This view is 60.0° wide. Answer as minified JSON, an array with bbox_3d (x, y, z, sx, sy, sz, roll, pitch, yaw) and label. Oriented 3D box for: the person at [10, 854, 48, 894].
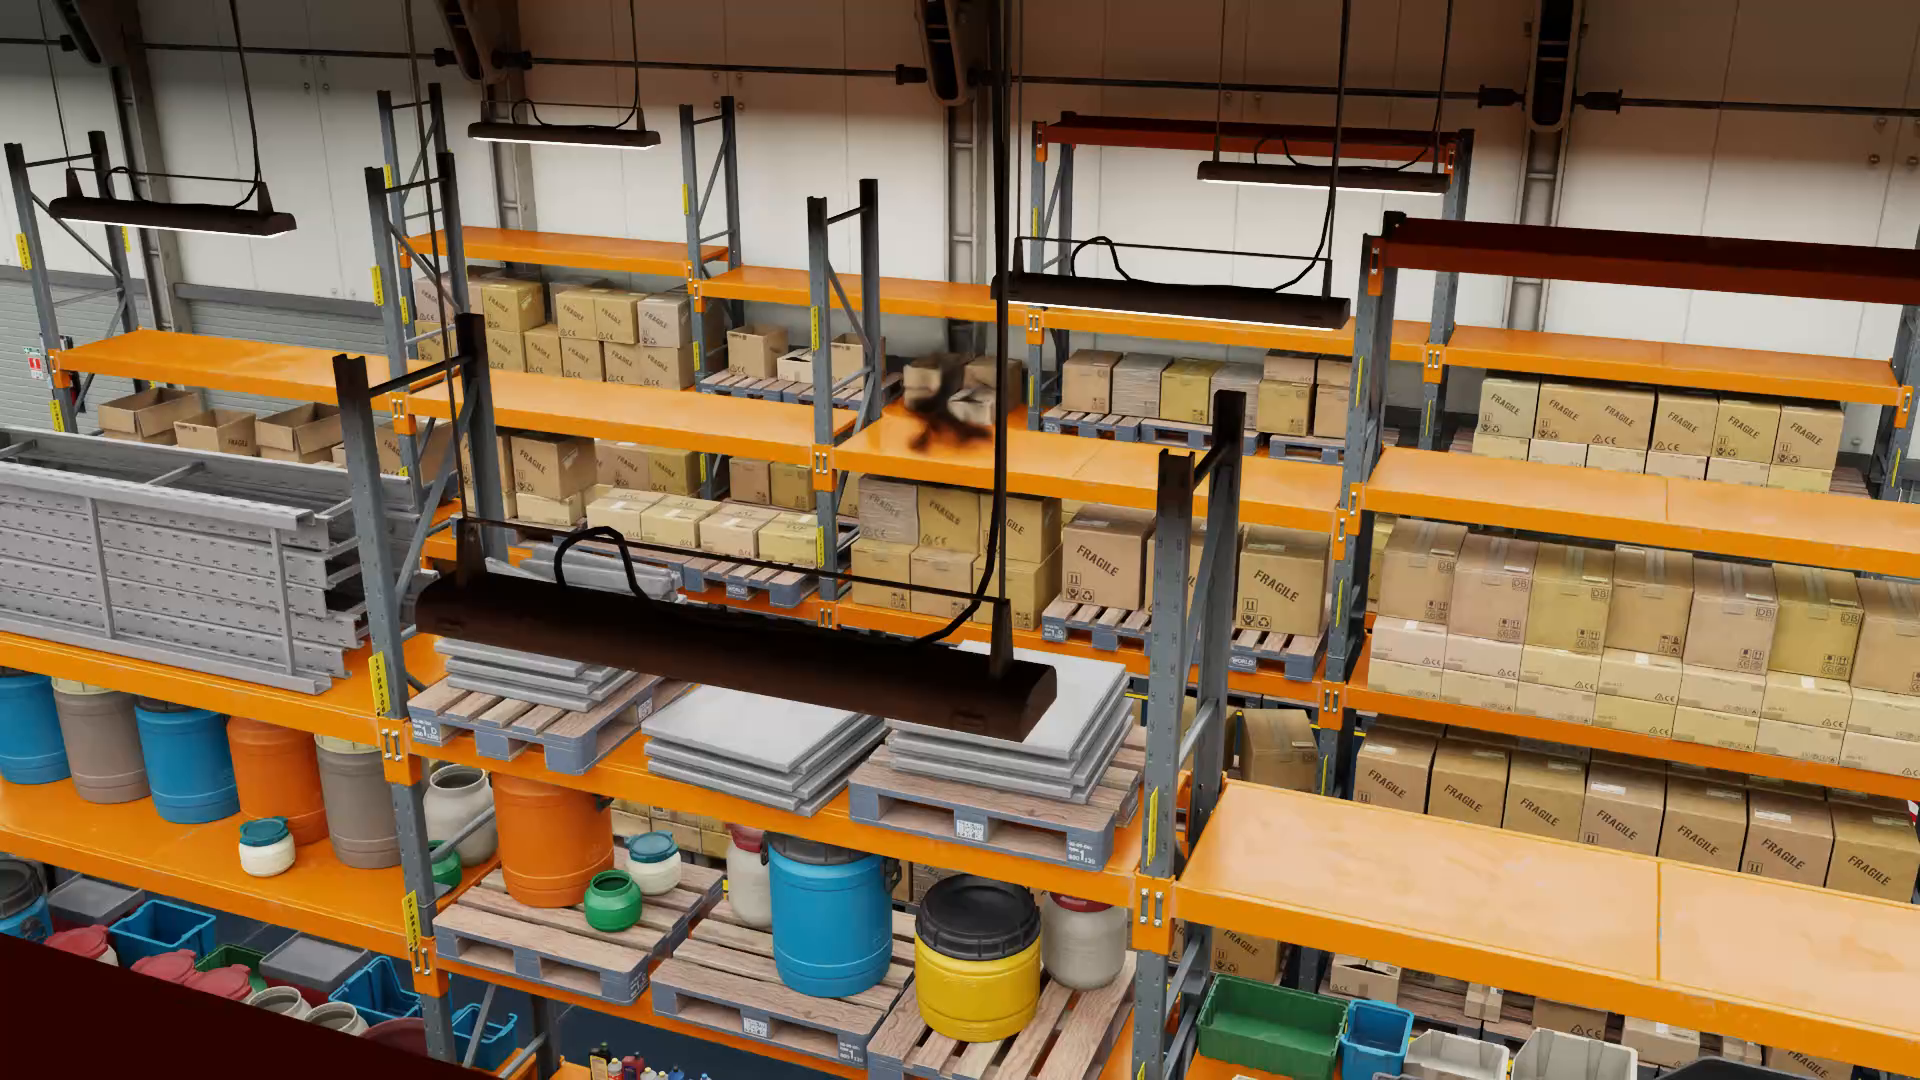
[{"bbox_3d":[-7.425,2.487,13.419,0.675,1.743,0.683,8,22,20],"label":"person"}]
